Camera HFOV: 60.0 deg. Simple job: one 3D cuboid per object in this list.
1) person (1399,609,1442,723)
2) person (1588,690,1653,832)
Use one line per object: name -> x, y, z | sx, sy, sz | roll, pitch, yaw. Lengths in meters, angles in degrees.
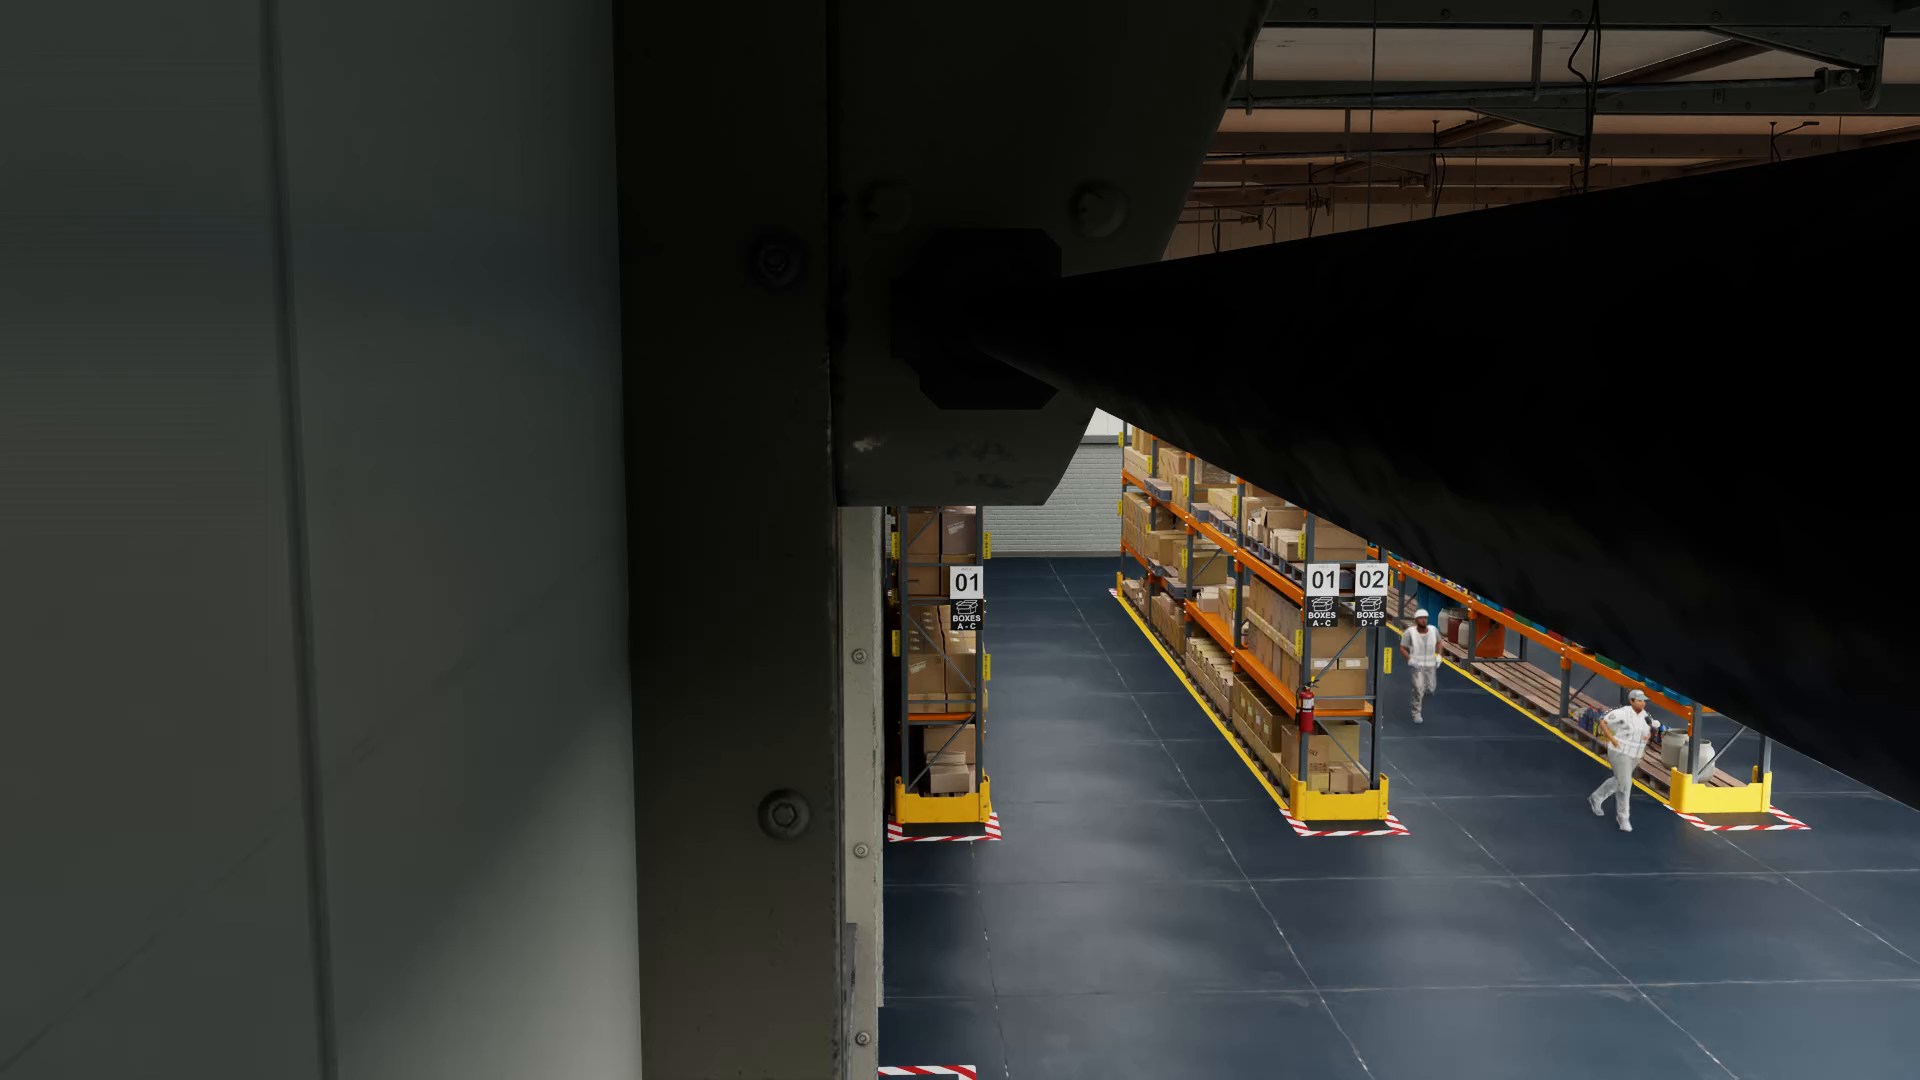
person -> 7.048, 1.911, 25.438 | 0.695, 1.747, 0.676 | -1, 8, -6
person -> 8.198, 2.668, 20.504 | 0.646, 1.704, 0.793 | -4, 9, -27
